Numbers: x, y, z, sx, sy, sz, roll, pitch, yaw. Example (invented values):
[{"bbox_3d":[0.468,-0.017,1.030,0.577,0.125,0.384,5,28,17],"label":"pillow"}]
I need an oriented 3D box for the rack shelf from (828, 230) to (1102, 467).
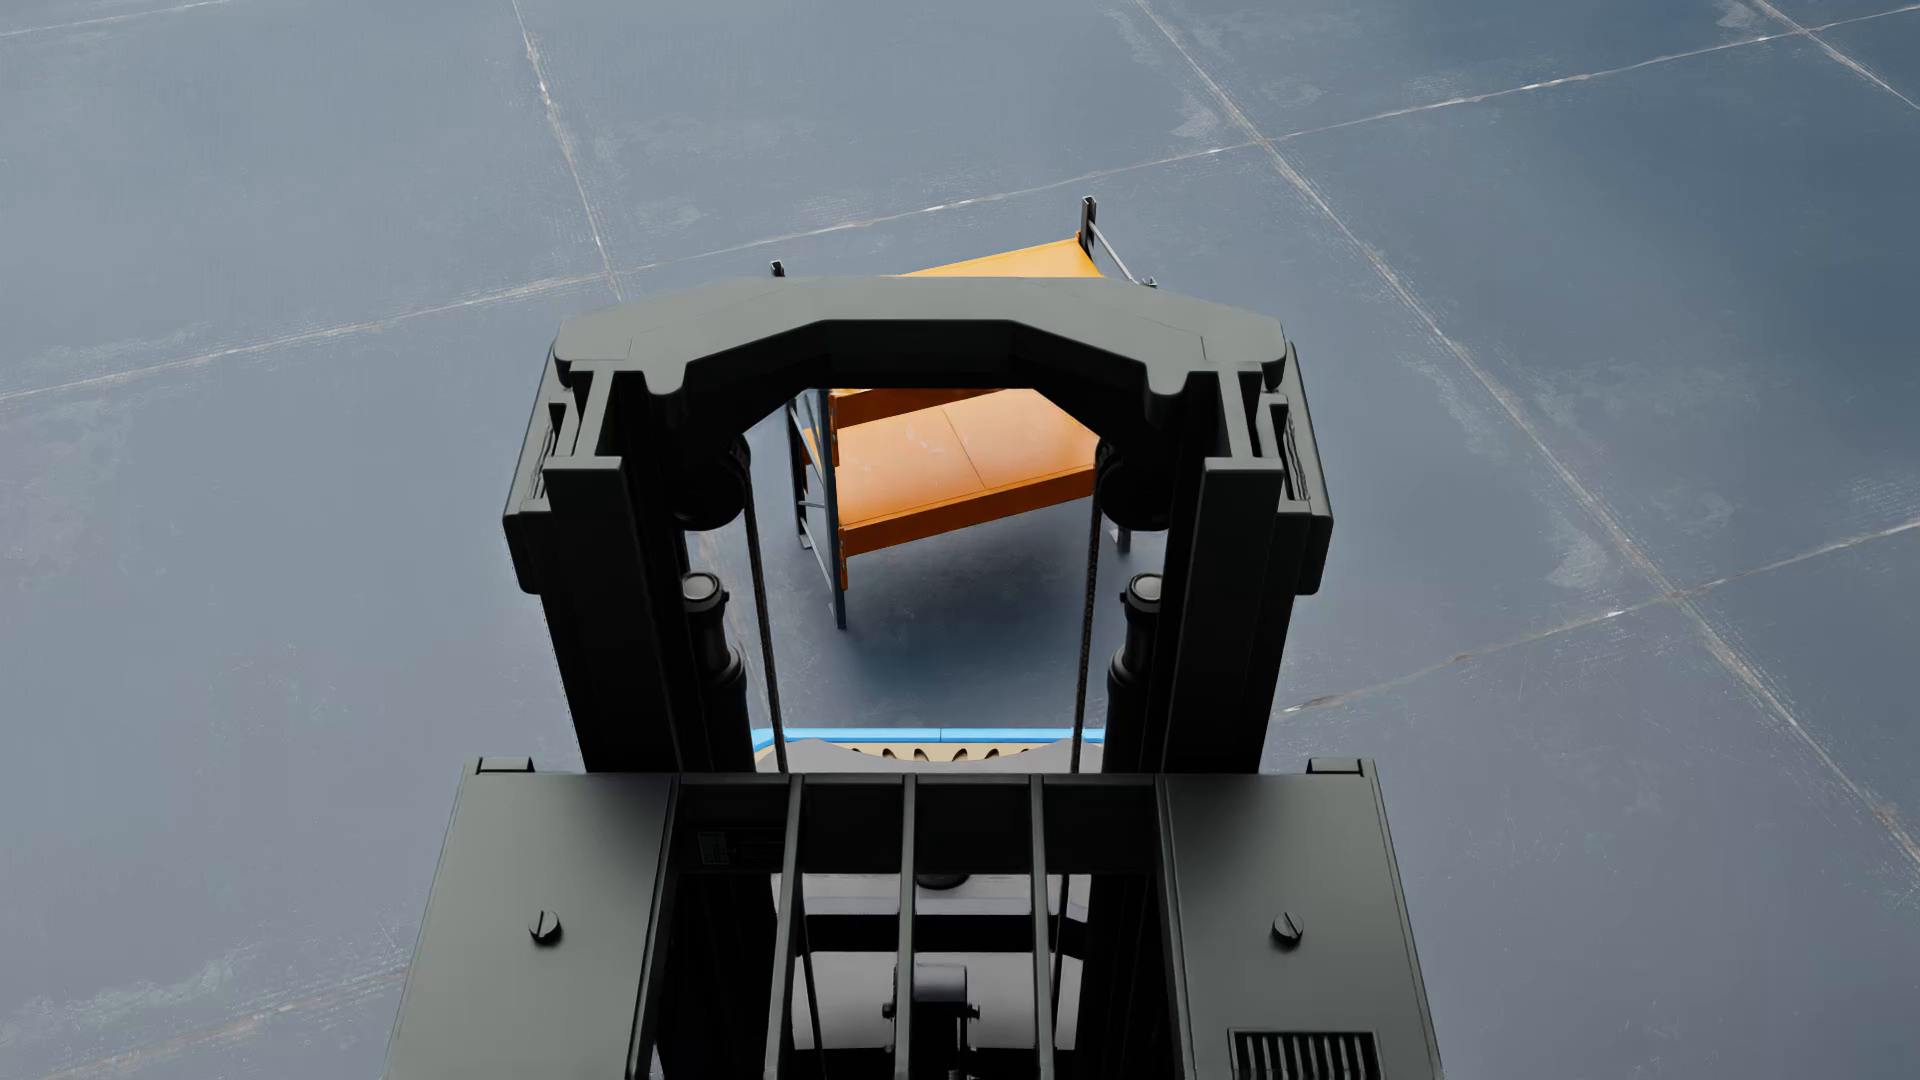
[{"bbox_3d":[0.006,-0.605,5.146,1.000,0.278,0.538,-14,47,-14],"label":"rack shelf"}]

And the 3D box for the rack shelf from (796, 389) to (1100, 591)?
[{"bbox_3d":[0.006,-0.226,5.526,1.000,0.278,0.538,-14,47,-14],"label":"rack shelf"}]

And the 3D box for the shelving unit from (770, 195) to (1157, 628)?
[{"bbox_3d":[0.006,-0.399,5.353,1.048,1.125,0.538,-14,47,-14],"label":"shelving unit"}]

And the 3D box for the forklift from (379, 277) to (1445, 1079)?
[{"bbox_3d":[-0.048,1.200,2.485,1.130,2.935,3.031,0,45,0],"label":"forklift"}]

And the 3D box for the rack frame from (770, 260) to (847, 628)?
[{"bbox_3d":[-0.472,-0.276,5.231,0.032,1.125,0.500,-14,47,-14],"label":"rack frame"}]

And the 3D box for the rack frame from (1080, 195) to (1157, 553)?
[{"bbox_3d":[0.485,-0.521,5.475,0.032,1.125,0.500,-14,47,-14],"label":"rack frame"}]
